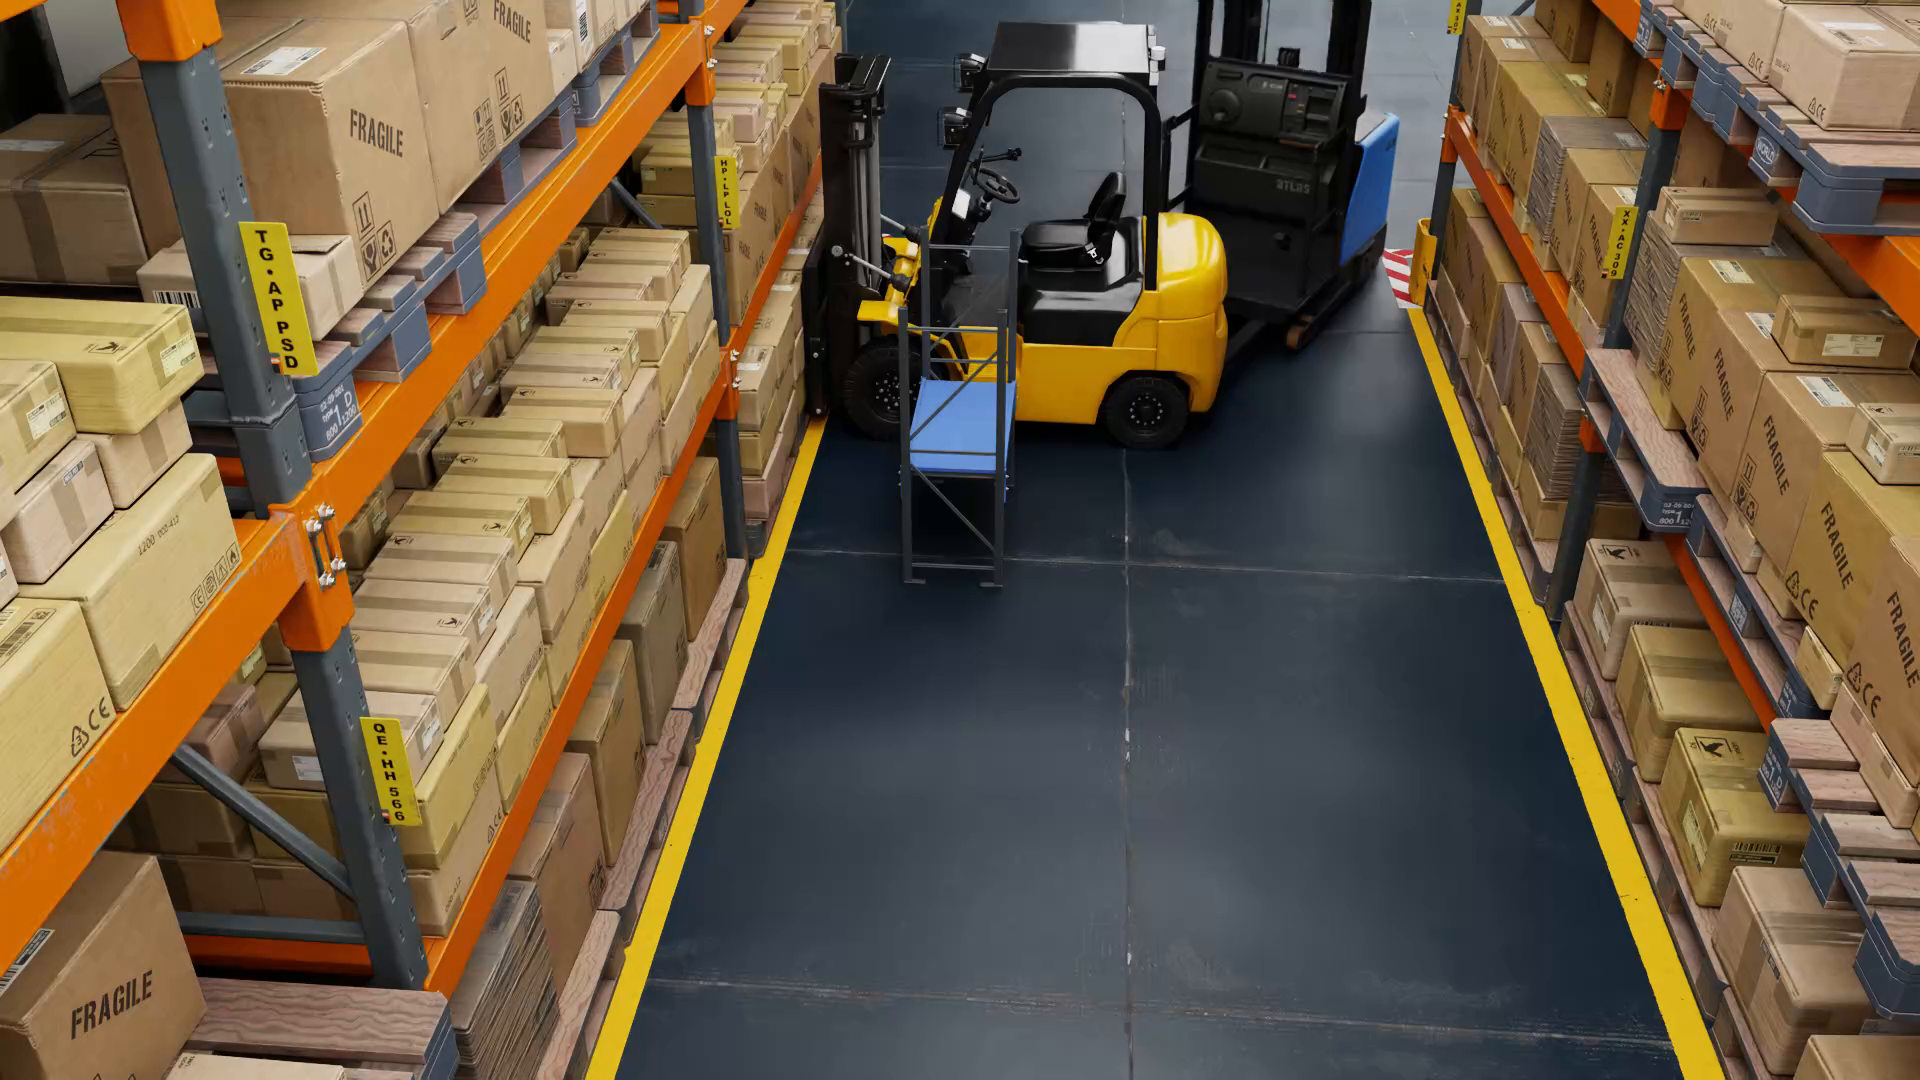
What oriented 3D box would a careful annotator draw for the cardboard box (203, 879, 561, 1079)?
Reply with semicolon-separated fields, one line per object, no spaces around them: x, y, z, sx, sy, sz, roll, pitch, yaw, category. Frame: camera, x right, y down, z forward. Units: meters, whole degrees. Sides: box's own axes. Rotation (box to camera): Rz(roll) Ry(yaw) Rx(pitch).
-1.835;1.502;5.316;0.875;0.625;0.625;3;32;6;cardboard box

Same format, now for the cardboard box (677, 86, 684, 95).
-1.661;-2.520;8.984;0.380;0.149;0.250;3;32;5;cardboard box

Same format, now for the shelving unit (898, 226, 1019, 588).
0.007;-0.683;8.429;0.538;1.500;1.048;2;32;4;shelving unit

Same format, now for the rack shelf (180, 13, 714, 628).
-1.737;-1.021;5.374;1.077;0.370;4.000;2;32;4;rack shelf

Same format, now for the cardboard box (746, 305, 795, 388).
-1.170;-1.036;8.840;0.500;0.250;0.500;3;32;4;cardboard box

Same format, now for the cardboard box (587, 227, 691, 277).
-1.380;-1.227;7.168;0.380;0.149;0.250;4;32;6;cardboard box

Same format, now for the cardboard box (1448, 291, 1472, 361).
3.309;-1.309;10.236;0.500;0.250;0.500;4;32;6;cardboard box

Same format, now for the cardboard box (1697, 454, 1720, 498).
2.975;-0.268;6.165;0.380;0.149;0.250;3;32;5;cardboard box

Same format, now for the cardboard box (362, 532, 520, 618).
-1.555;0.111;4.998;0.380;0.149;0.250;3;32;5;cardboard box

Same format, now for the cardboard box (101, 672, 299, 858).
-2.140;0.600;4.584;0.500;0.250;0.500;3;32;5;cardboard box

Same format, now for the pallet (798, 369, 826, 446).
-1.371;-0.963;10.111;1.003;0.211;1.213;2;32;4;pallet

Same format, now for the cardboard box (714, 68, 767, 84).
-1.226;-2.372;8.743;0.380;0.149;0.250;2;32;4;cardboard box

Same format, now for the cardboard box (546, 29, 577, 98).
-1.423;-1.496;5.203;0.380;0.149;0.250;2;32;3;cardboard box

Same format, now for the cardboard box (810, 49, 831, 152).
-1.078;-2.691;10.162;0.500;0.500;0.500;3;32;6;cardboard box

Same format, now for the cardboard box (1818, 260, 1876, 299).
3.526;-0.723;6.285;0.500;0.500;0.500;3;32;4;cardboard box

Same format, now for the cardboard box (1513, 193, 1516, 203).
3.290;-1.889;9.196;0.380;0.149;0.250;2;32;3;cardboard box

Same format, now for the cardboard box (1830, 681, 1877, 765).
2.794;0.544;4.847;0.380;0.149;0.250;1;32;2;cardboard box

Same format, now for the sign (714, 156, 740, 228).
-1.032;-1.537;7.357;0.100;0.325;0.005;2;32;4;sign

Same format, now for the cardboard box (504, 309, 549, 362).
-1.922;-0.728;6.739;0.500;0.250;0.500;2;32;3;cardboard box

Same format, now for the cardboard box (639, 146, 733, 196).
-1.252;-1.695;7.645;0.380;0.149;0.250;3;32;5;cardboard box

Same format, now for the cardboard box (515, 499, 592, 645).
-1.517;0.090;5.411;0.500;0.250;0.500;2;32;3;cardboard box

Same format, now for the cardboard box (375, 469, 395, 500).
-2.096;-0.175;5.461;0.380;0.149;0.250;2;32;3;cardboard box

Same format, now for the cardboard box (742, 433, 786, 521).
-1.204;-0.343;8.668;0.500;0.250;0.500;3;32;4;cardboard box

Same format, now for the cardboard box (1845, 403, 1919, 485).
2.900;-0.286;4.957;0.380;0.149;0.250;1;32;2;cardboard box

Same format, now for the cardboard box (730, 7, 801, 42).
-1.145;-3.041;9.829;0.380;0.149;0.250;3;32;4;cardboard box

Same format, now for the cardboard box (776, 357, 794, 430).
-1.188;-0.820;8.966;0.500;0.250;0.500;2;32;4;cardboard box

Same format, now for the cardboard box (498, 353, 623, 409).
-1.455;-0.557;6.081;0.380;0.149;0.250;3;32;4;cardboard box

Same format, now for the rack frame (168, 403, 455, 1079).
-1.899;0.996;4.275;1.000;3.000;0.127;2;32;4;rack frame

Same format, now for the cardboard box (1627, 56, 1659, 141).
3.757;-2.229;8.176;0.700;0.500;0.500;2;32;3;cardboard box

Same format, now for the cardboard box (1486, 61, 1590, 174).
3.305;-2.373;9.363;0.500;0.500;0.500;2;32;3;cardboard box

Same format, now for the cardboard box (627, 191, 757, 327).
-1.277;-1.359;8.001;0.500;0.500;0.500;2;32;3;cardboard box

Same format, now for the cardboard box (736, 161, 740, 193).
-1.266;-1.706;7.945;0.380;0.149;0.250;3;32;5;cardboard box

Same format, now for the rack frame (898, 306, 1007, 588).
-0.034;-0.417;7.998;0.500;1.500;0.032;2;32;4;rack frame

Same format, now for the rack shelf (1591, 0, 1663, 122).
3.537;-2.902;8.427;1.077;0.370;4.000;2;32;4;rack shelf

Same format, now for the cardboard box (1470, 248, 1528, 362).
3.270;-1.347;9.582;0.500;0.500;0.500;3;32;5;cardboard box

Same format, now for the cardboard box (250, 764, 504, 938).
-1.620;0.838;4.674;0.500;0.250;0.500;3;32;4;cardboard box

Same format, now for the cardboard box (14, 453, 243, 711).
-1.699;0.061;3.075;0.500;0.250;0.500;1;32;2;cardboard box

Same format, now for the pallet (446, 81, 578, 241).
-1.845;-1.145;5.069;1.003;0.211;1.213;4;32;6;pallet

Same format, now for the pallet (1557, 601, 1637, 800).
3.312;0.708;7.399;1.003;0.211;1.213;2;32;4;pallet

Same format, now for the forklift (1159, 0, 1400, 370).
1.877;-2.742;10.406;1.130;2.935;3.031;17;35;25;forklift

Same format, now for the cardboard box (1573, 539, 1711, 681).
3.334;0.328;7.462;0.950;0.372;0.625;3;32;5;cardboard box

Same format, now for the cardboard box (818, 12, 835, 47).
-0.988;-3.178;10.334;0.380;0.149;0.250;3;32;5;cardboard box

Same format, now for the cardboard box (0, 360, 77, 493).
-1.759;-0.188;2.817;0.380;0.149;0.250;1;32;2;cardboard box

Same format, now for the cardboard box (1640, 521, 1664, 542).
3.691;-0.191;8.422;0.500;0.250;0.500;1;32;2;cardboard box

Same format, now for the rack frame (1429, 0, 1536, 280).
3.699;-2.977;10.722;1.000;3.000;0.127;2;32;4;rack frame

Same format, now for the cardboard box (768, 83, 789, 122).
-1.140;-2.378;9.036;0.380;0.149;0.250;2;32;3;cardboard box

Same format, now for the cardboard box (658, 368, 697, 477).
-1.389;-0.494;6.836;0.500;0.250;0.500;2;32;4;cardboard box

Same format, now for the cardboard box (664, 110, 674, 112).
-1.692;-2.127;8.629;0.380;0.149;0.250;3;32;6;cardboard box

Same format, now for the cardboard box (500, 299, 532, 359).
-1.912;-0.837;6.535;0.380;0.149;0.250;2;32;4;cardboard box

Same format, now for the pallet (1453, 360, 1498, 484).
3.490;-0.691;9.670;1.003;0.211;1.213;2;32;4;pallet

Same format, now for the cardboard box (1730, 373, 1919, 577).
2.925;-0.212;5.456;0.500;0.500;0.500;1;32;2;cardboard box
